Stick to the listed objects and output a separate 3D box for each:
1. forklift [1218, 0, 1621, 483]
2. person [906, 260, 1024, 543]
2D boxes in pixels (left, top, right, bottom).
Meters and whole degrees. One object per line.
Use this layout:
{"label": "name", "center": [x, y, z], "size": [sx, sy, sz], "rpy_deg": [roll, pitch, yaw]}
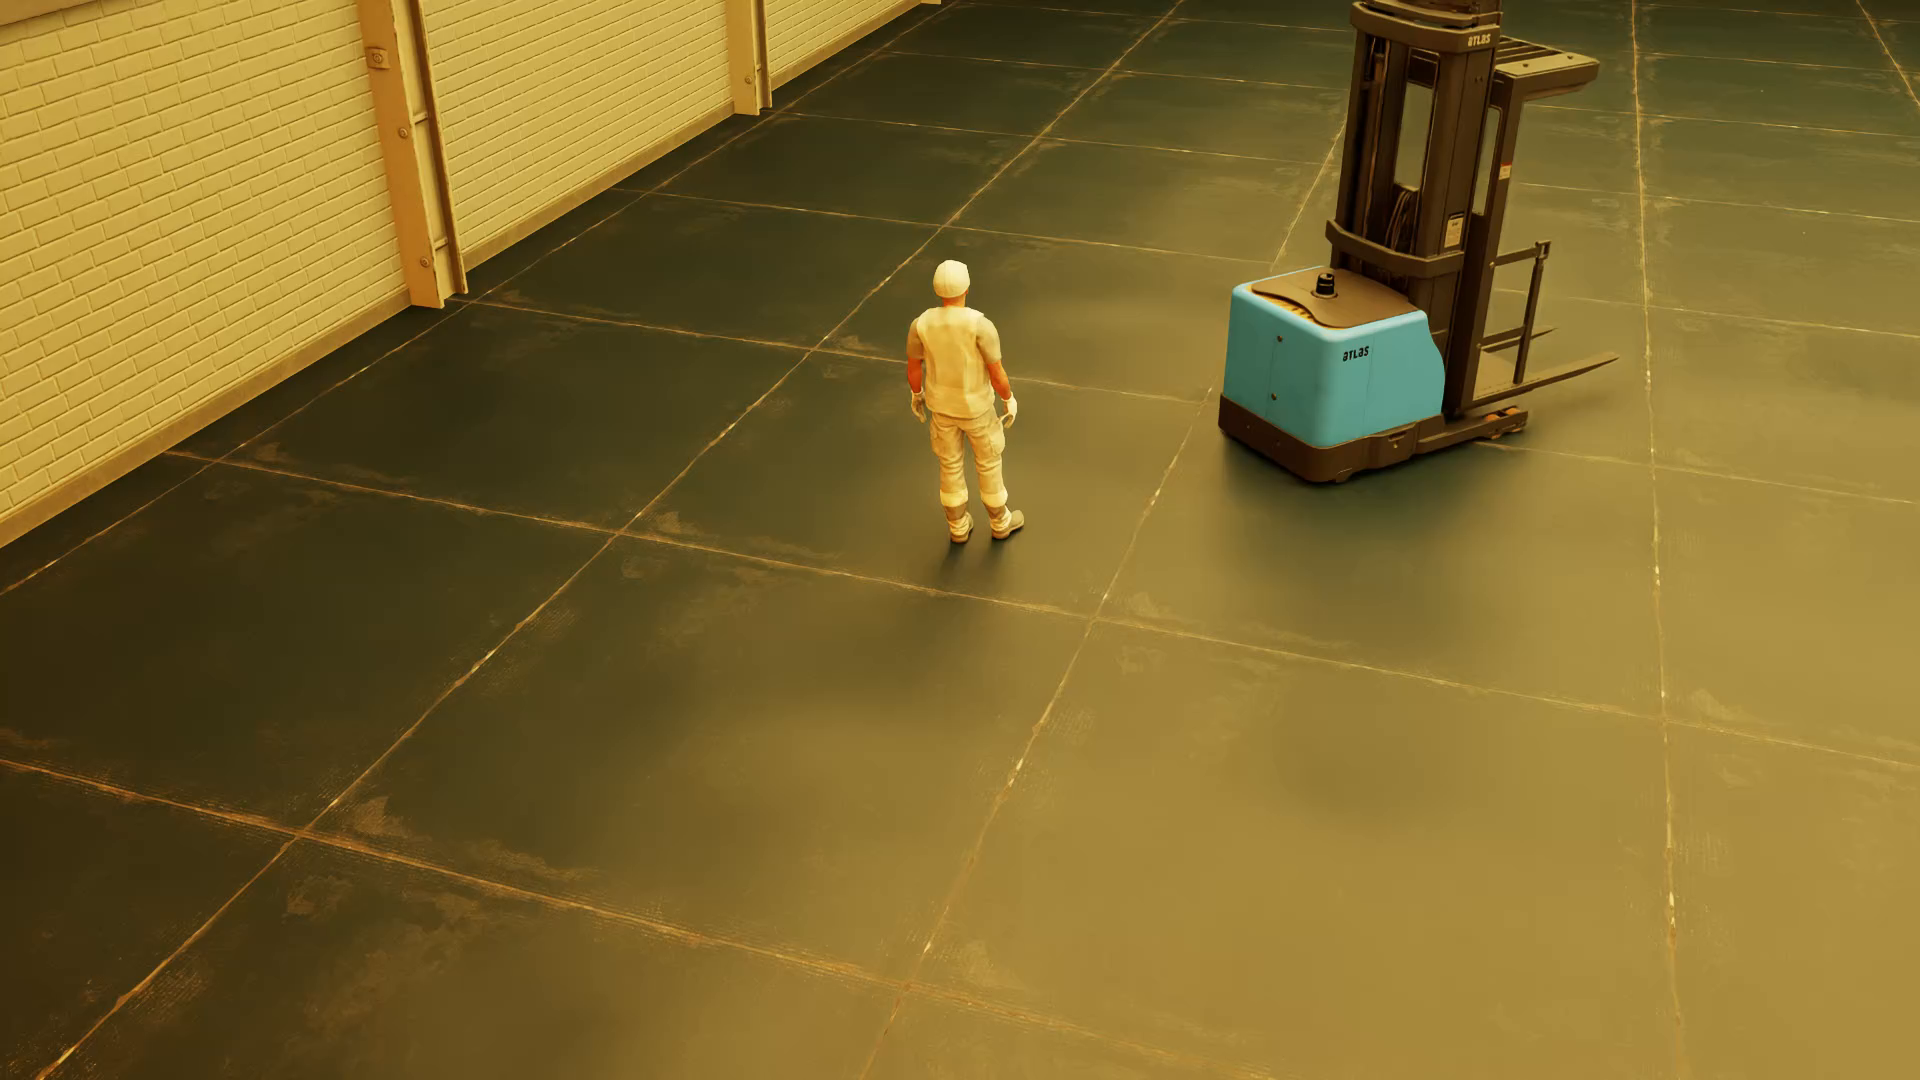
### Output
{"label": "forklift", "center": [3.288, -2.166, 10.937], "size": [3.031, 2.935, 1.130], "rpy_deg": [-16, 34, -26]}
{"label": "person", "center": [0.036, -0.819, 9.713], "size": [0.638, 1.789, 0.562], "rpy_deg": [10, 31, 16]}
